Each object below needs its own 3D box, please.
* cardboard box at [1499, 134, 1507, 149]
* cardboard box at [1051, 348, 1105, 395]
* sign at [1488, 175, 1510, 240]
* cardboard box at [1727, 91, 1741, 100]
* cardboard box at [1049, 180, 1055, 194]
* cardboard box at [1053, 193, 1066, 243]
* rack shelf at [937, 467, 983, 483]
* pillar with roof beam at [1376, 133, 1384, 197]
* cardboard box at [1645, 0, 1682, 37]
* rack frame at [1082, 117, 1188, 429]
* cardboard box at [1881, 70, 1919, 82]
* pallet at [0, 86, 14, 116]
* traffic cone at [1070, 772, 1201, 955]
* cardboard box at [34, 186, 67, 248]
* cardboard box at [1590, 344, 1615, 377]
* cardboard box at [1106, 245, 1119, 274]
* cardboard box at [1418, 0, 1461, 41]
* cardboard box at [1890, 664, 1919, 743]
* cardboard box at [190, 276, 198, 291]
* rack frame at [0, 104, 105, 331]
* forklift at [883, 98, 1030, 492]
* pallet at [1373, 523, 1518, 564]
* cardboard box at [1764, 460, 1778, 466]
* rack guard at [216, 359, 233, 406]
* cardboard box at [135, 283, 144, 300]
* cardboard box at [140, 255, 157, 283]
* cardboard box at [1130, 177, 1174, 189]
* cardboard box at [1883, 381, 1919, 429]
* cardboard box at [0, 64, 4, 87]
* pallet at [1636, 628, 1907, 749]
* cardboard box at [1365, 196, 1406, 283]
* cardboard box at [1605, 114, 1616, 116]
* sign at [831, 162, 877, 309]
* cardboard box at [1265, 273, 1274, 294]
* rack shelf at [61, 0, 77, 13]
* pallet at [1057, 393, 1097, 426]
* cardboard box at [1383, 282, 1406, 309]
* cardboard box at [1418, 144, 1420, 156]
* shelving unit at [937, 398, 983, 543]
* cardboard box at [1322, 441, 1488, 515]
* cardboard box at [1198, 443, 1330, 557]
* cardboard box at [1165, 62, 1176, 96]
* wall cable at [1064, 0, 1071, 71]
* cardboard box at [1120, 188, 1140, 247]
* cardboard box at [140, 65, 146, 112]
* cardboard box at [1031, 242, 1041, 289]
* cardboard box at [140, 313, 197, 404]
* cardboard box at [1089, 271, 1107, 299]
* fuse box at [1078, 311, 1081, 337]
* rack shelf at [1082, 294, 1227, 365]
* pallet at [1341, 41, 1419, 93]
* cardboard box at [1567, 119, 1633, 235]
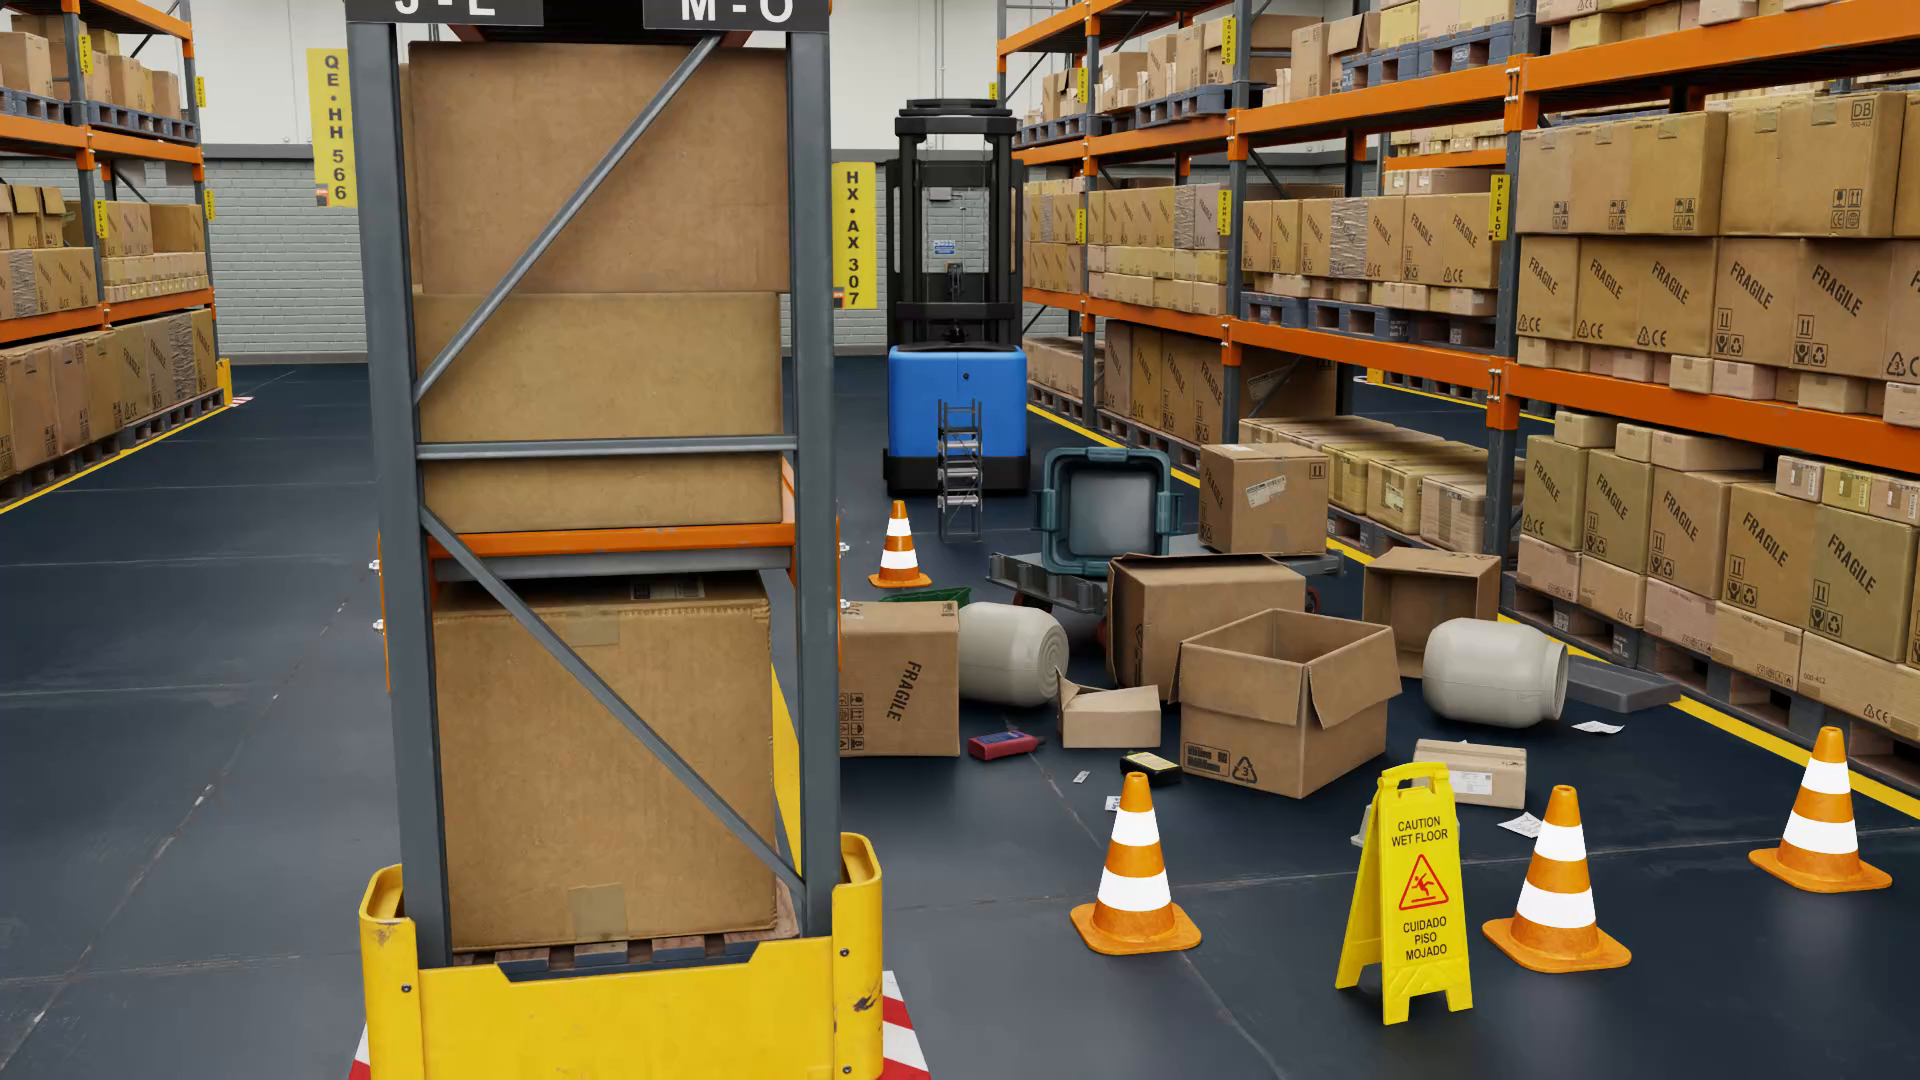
[{"bbox_3d":[6.094,-4.329,18.067,0.380,0.149,0.250,-2,11,-11],"label":"cardboard box"},{"bbox_3d":[1.526,-1.833,18.036,0.875,0.438,0.875,-2,11,-13],"label":"cardboard box"},{"bbox_3d":[2.729,-1.683,8.421,0.100,0.325,0.005,-2,11,-11],"label":"sign"},{"bbox_3d":[6.910,-3.891,14.429,0.380,0.149,0.250,-2,11,-11],"label":"cardboard box"},{"bbox_3d":[1.159,-3.743,17.664,0.380,0.149,0.250,-2,11,-12],"label":"cardboard box"},{"bbox_3d":[1.264,-3.313,17.137,0.500,0.500,0.500,-2,11,-12],"label":"cardboard box"},{"bbox_3d":[-0.002,-0.411,10.626,0.258,0.077,0.200,-2,11,-11],"label":"rack shelf"},{"bbox_3d":[1.944,-6.835,22.540,9.100,9.000,0.400,-2,11,-11],"label":"pillar with roof beam"},{"bbox_3d":[3.256,-2.280,7.305,0.380,0.149,0.250,-2,11,-9],"label":"cardboard box"},{"bbox_3d":[1.717,-2.602,16.347,1.000,3.000,0.127,-2,11,-11],"label":"rack frame"},{"bbox_3d":[7.265,-3.686,12.362,0.500,0.500,0.500,-2,11,-11],"label":"cardboard box"},{"bbox_3d":[-7.623,-3.210,12.024,1.003,0.211,1.213,-2,11,-8],"label":"pallet"},{"bbox_3d":[0.505,0.894,4.761,0.336,0.463,0.334,-2,11,-11],"label":"traffic cone"},{"bbox_3d":[-7.871,-2.667,13.737,0.797,0.503,0.637,-2,11,-12],"label":"cardboard box"},{"bbox_3d":[3.201,-0.850,7.813,0.380,0.149,0.250,-2,11,-11],"label":"cardboard box"},{"bbox_3d":[1.655,-2.589,15.340,0.500,0.250,0.500,-2,11,-10],"label":"cardboard box"},{"bbox_3d":[2.924,-2.936,9.356,0.500,0.250,0.500,-2,11,-10],"label":"cardboard box"},{"bbox_3d":[3.625,0.600,5.752,0.500,0.250,0.500,-2,11,-11],"label":"cardboard box"},{"bbox_3d":[-8.289,-2.705,17.558,0.380,0.149,0.250,-2,11,-11],"label":"cardboard box"},{"bbox_3d":[-8.003,-2.242,14.454,1.000,3.000,0.127,-2,11,-11],"label":"rack frame"},{"bbox_3d":[-0.049,-2.028,13.514,1.130,2.935,3.031,0,11,-1],"label":"forklift"},{"bbox_3d":[3.120,0.092,9.649,1.003,0.211,1.213,-2,11,-11],"label":"pallet"},{"bbox_3d":[3.853,-0.074,7.286,0.500,0.500,0.500,-2,11,-8],"label":"cardboard box"},{"bbox_3d":[-8.786,-1.752,18.565,1.175,0.500,0.348,-2,11,-11],"label":"rack guard"},{"bbox_3d":[-7.891,-2.330,15.586,0.380,0.149,0.250,-2,11,-13],"label":"cardboard box"},{"bbox_3d":[-8.036,-2.596,15.921,0.500,0.250,0.500,-2,11,-10],"label":"cardboard box"},{"bbox_3d":[1.910,-3.529,16.537,0.380,0.149,0.250,-2,11,-12],"label":"cardboard box"},{"bbox_3d":[3.502,-0.475,5.843,0.380,0.149,0.250,-2,11,-10],"label":"cardboard box"},{"bbox_3d":[-7.878,-3.674,13.068,0.500,0.311,0.500,-3,11,-13],"label":"cardboard box"},{"bbox_3d":[3.679,0.581,7.081,1.003,0.211,1.213,-2,11,-11],"label":"pallet"},{"bbox_3d":[2.766,-1.799,9.939,0.500,0.500,0.500,-2,11,-9],"label":"cardboard box"},{"bbox_3d":[6.712,-4.336,16.715,0.380,0.149,0.250,-2,11,-11],"label":"cardboard box"},{"bbox_3d":[-0.239,-0.686,3.753,0.100,0.325,0.005,-2,11,-11],"label":"sign"},{"bbox_3d":[2.398,-1.832,11.849,0.380,0.149,0.250,-3,11,-15],"label":"cardboard box"},{"bbox_3d":[-7.615,-4.272,12.070,1.077,0.370,4.000,-2,11,-11],"label":"rack shelf"},{"bbox_3d":[1.646,-1.375,17.356,1.003,0.211,1.213,-2,11,-11],"label":"pallet"},{"bbox_3d":[2.730,-1.444,9.809,0.380,0.149,0.250,-2,11,-11],"label":"cardboard box"},{"bbox_3d":[5.751,-4.706,20.047,0.380,0.149,0.250,-2,11,-11],"label":"cardboard box"},{"bbox_3d":[-0.002,-0.444,10.620,0.258,0.900,0.210,-2,11,-11],"label":"shelving unit"},{"bbox_3d":[2.889,-0.406,10.711,0.950,0.372,0.625,-2,11,-9],"label":"cardboard box"},{"bbox_3d":[1.533,-0.209,8.432,0.500,0.500,0.500,-2,11,-11],"label":"cardboard box"},{"bbox_3d":[1.884,-3.723,13.446,0.396,0.266,0.258,-2,11,-12],"label":"cardboard box"},{"bbox_3d":[3.035,-7.456,25.702,2.988,3.039,0.133,-2,11,-11],"label":"wall cable"},{"bbox_3d":[1.742,-2.867,14.797,0.500,0.500,0.500,-2,11,-12],"label":"cardboard box"},{"bbox_3d":[-8.488,-4.460,16.425,0.700,0.500,0.500,-3,11,-15],"label":"cardboard box"},{"bbox_3d":[1.072,-3.010,18.220,0.500,0.500,0.500,-2,11,-9],"label":"cardboard box"},{"bbox_3d":[-8.402,-1.857,16.989,0.875,0.875,0.875,-2,11,-11],"label":"cardboard box"},{"bbox_3d":[1.544,-2.438,15.887,0.500,0.250,0.500,-2,11,-12],"label":"cardboard box"},{"bbox_3d":[1.909,-3.786,26.012,0.539,1.711,0.414,-2,11,-11],"label":"fuse box"},{"bbox_3d":[2.106,-1.882,14.487,1.077,0.370,4.000,-2,11,-11],"label":"rack shelf"},{"bbox_3d":[3.053,-2.824,9.989,1.213,0.211,1.003,-2,11,-11],"label":"pallet"},{"bbox_3d":[3.224,-1.639,7.546,0.700,0.500,0.500,-2,11,-11],"label":"cardboard box"}]
